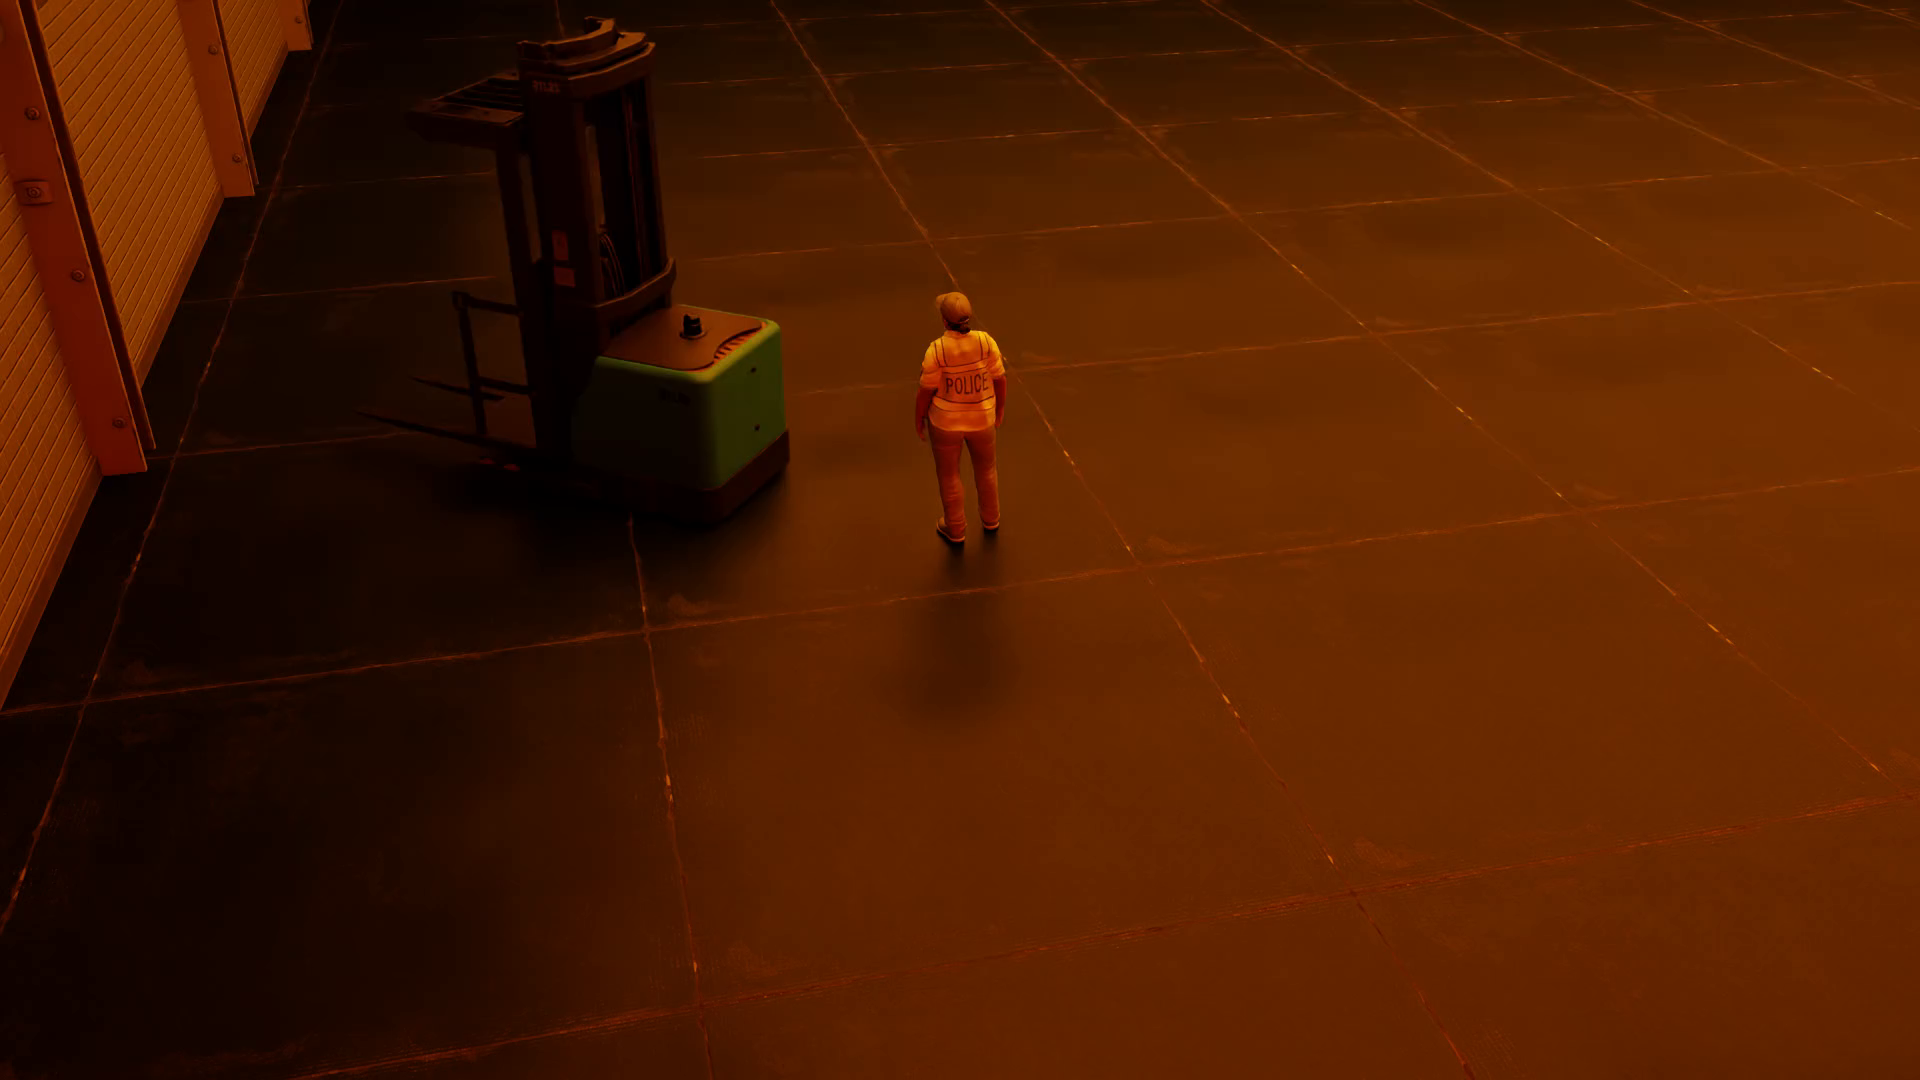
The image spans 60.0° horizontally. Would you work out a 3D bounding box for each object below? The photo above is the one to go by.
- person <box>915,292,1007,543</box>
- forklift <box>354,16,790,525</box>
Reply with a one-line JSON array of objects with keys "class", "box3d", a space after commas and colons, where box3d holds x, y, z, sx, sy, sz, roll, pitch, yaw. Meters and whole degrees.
[{"class": "person", "box3d": [0.004, -0.768, 10.149, 0.598, 1.670, 0.527, -7, 31, -12]}, {"class": "forklift", "box3d": [-2.720, -1.838, 10.749, 3.031, 2.935, 1.130, 12, 32, 20]}]
